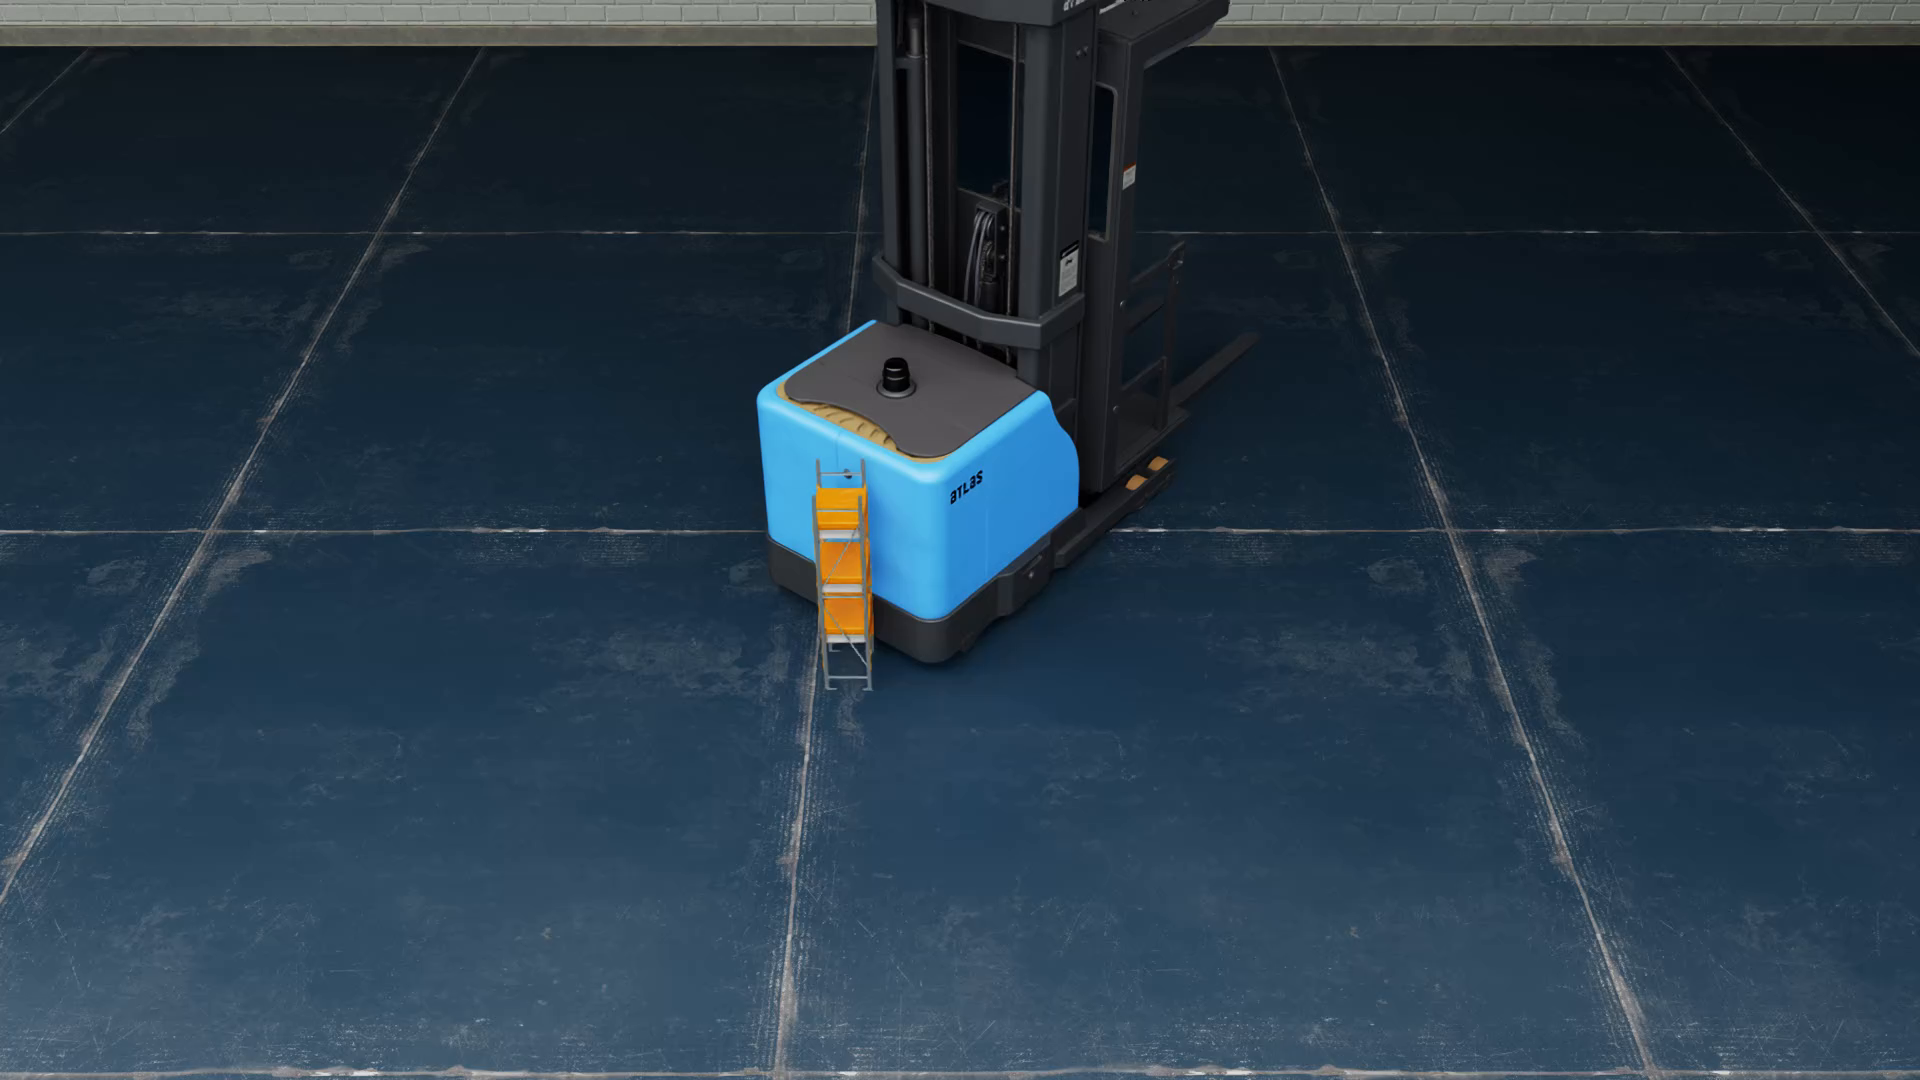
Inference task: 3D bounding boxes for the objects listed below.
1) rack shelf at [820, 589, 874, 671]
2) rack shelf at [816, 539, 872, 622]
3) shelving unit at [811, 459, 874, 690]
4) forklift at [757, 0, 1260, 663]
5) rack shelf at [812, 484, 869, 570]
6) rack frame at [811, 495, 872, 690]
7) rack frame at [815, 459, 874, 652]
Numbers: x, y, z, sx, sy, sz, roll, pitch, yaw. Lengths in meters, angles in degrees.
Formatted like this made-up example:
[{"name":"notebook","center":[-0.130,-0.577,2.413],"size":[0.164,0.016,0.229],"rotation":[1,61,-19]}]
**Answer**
[{"name":"rack shelf","center":[-0.482,0.385,7.136],"size":[0.215,0.259,0.240],"rotation":[0,39,0]},{"name":"rack shelf","center":[-0.483,0.168,6.962],"size":[0.215,0.259,0.240],"rotation":[0,39,0]},{"name":"shelving unit","center":[-0.483,0.160,6.956],"size":[0.215,1.050,0.252],"rotation":[0,39,0]},{"name":"forklift","center":[0.426,-1.471,7.488],"size":[1.130,2.935,3.031],"rotation":[26,46,29]},{"name":"rack shelf","center":[-0.484,-0.053,6.785],"size":[0.215,0.259,0.240],"rotation":[0,39,0]},{"name":"rack frame","center":[-0.483,0.236,6.860],"size":[0.200,1.050,0.008],"rotation":[0,39,0]},{"name":"rack frame","center":[-0.483,0.084,7.051],"size":[0.200,1.050,0.008],"rotation":[0,39,0]}]
